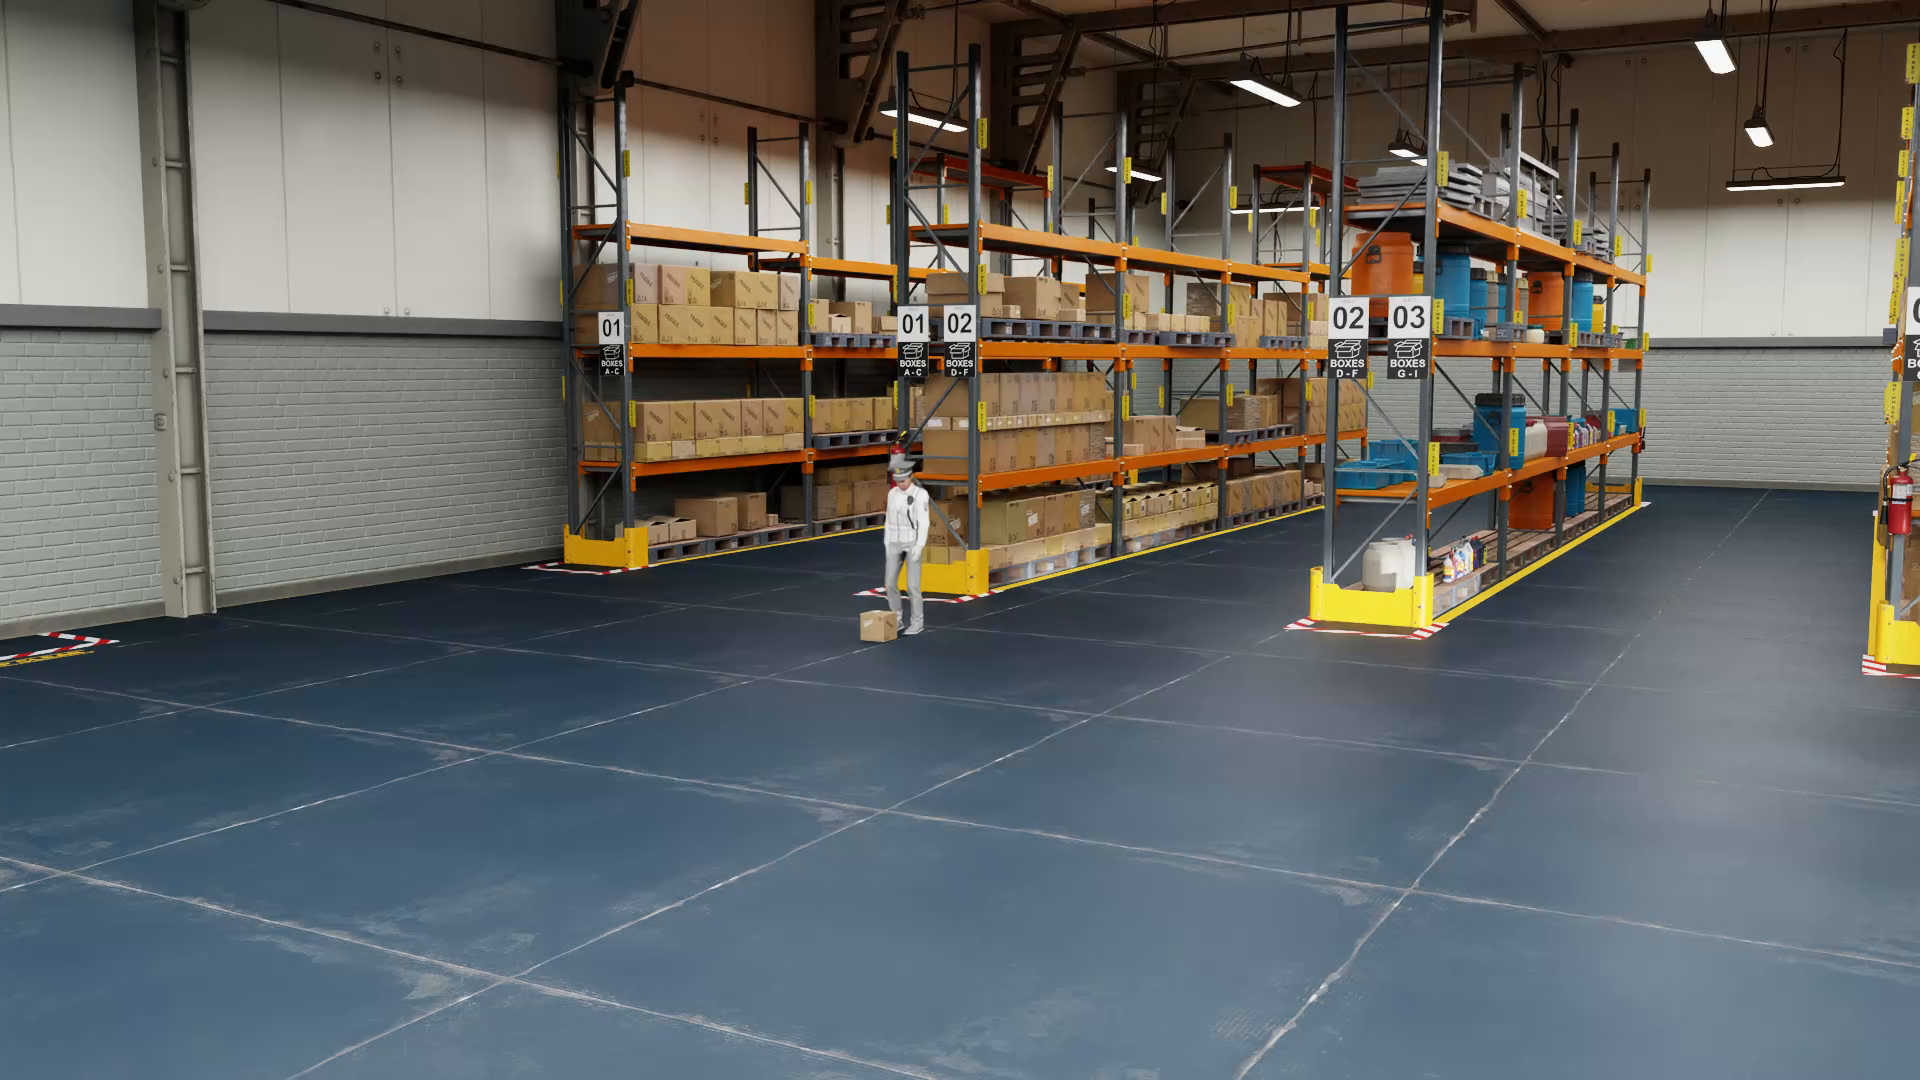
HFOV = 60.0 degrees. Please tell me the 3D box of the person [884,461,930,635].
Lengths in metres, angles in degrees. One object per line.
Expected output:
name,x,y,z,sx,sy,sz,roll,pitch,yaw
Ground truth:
person,-0.513,0.072,15.810,0.485,1.652,0.381,3,7,30
